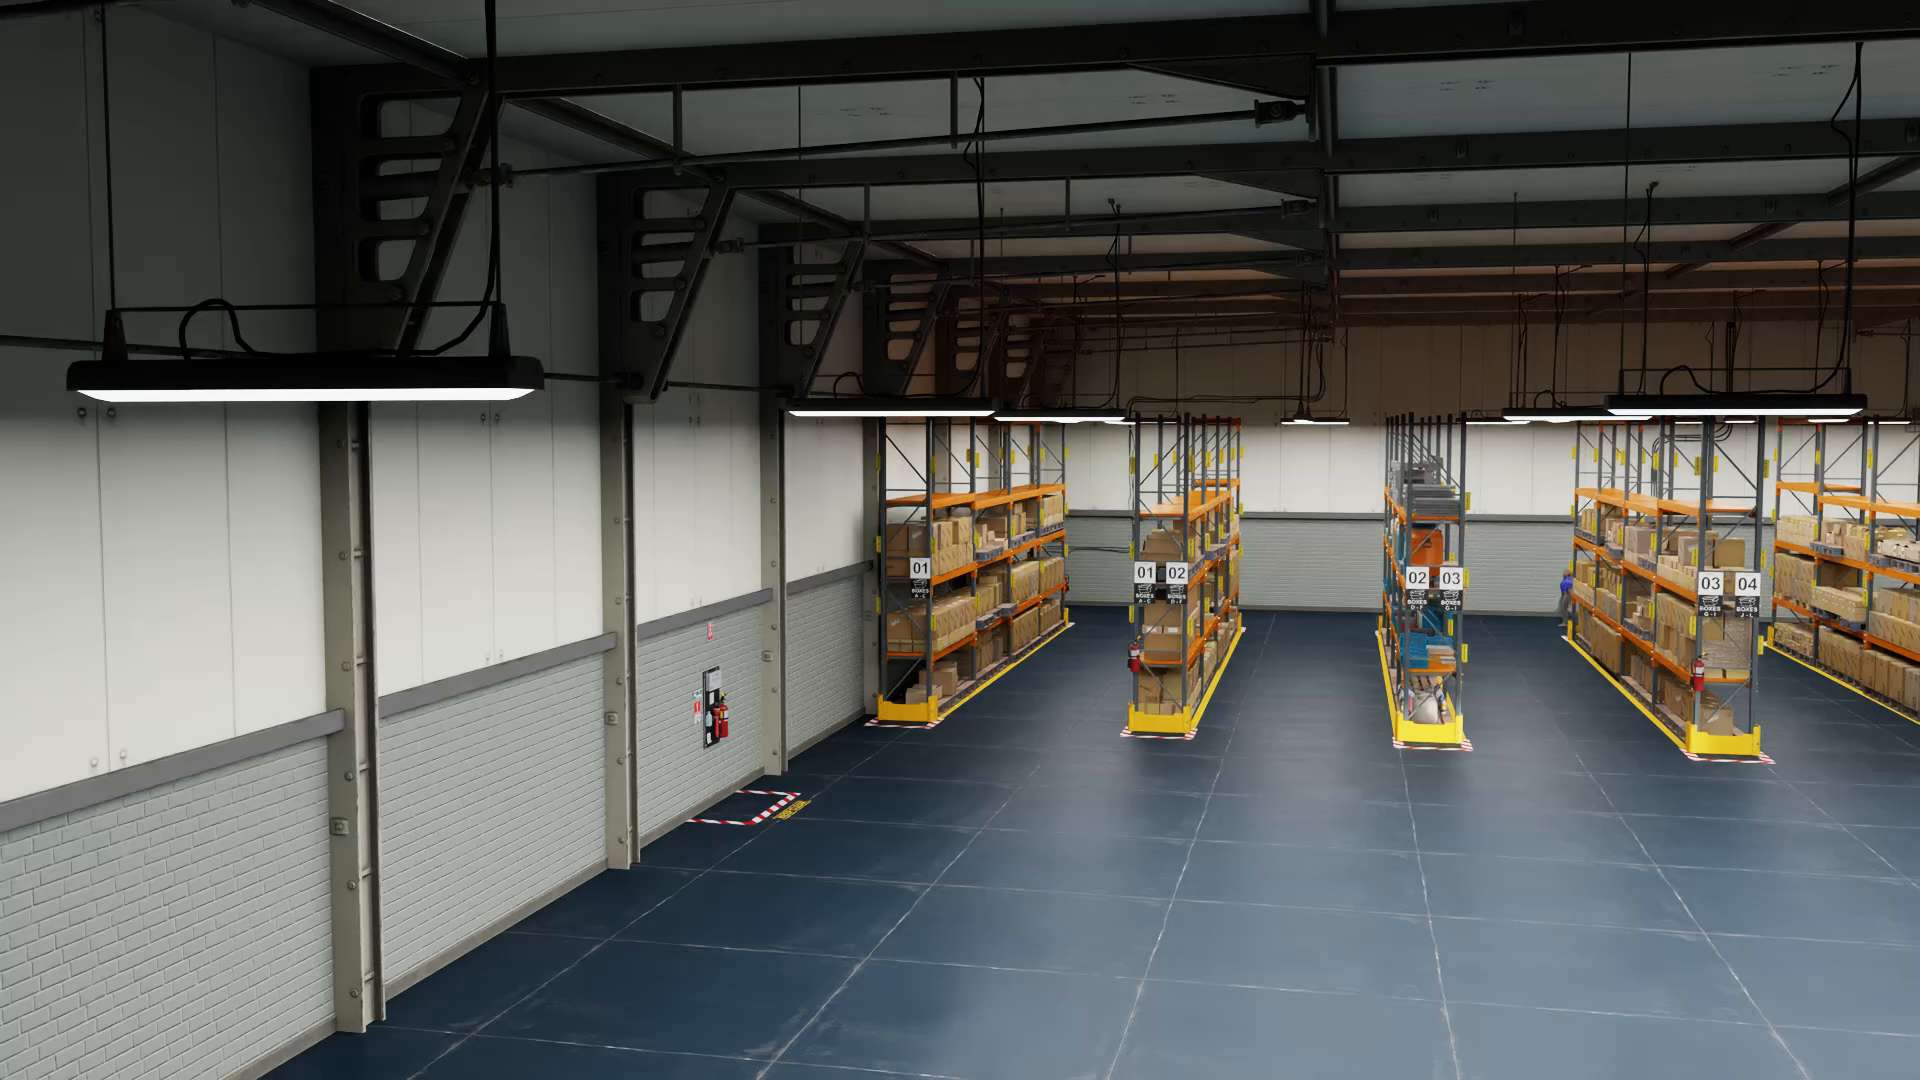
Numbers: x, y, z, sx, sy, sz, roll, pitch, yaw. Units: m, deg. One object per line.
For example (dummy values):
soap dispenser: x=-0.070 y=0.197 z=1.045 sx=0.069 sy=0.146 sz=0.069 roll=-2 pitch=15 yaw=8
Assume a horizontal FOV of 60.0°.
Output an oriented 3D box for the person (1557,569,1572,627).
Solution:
person: x=17.377 y=1.657 z=47.654 sx=0.456 sy=1.646 sz=0.474 roll=0 pitch=4 yaw=7

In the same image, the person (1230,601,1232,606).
person: x=7.985 y=1.435 z=50.263 sx=0.738 sy=1.757 sz=0.645 roll=3 pitch=5 yaw=33
